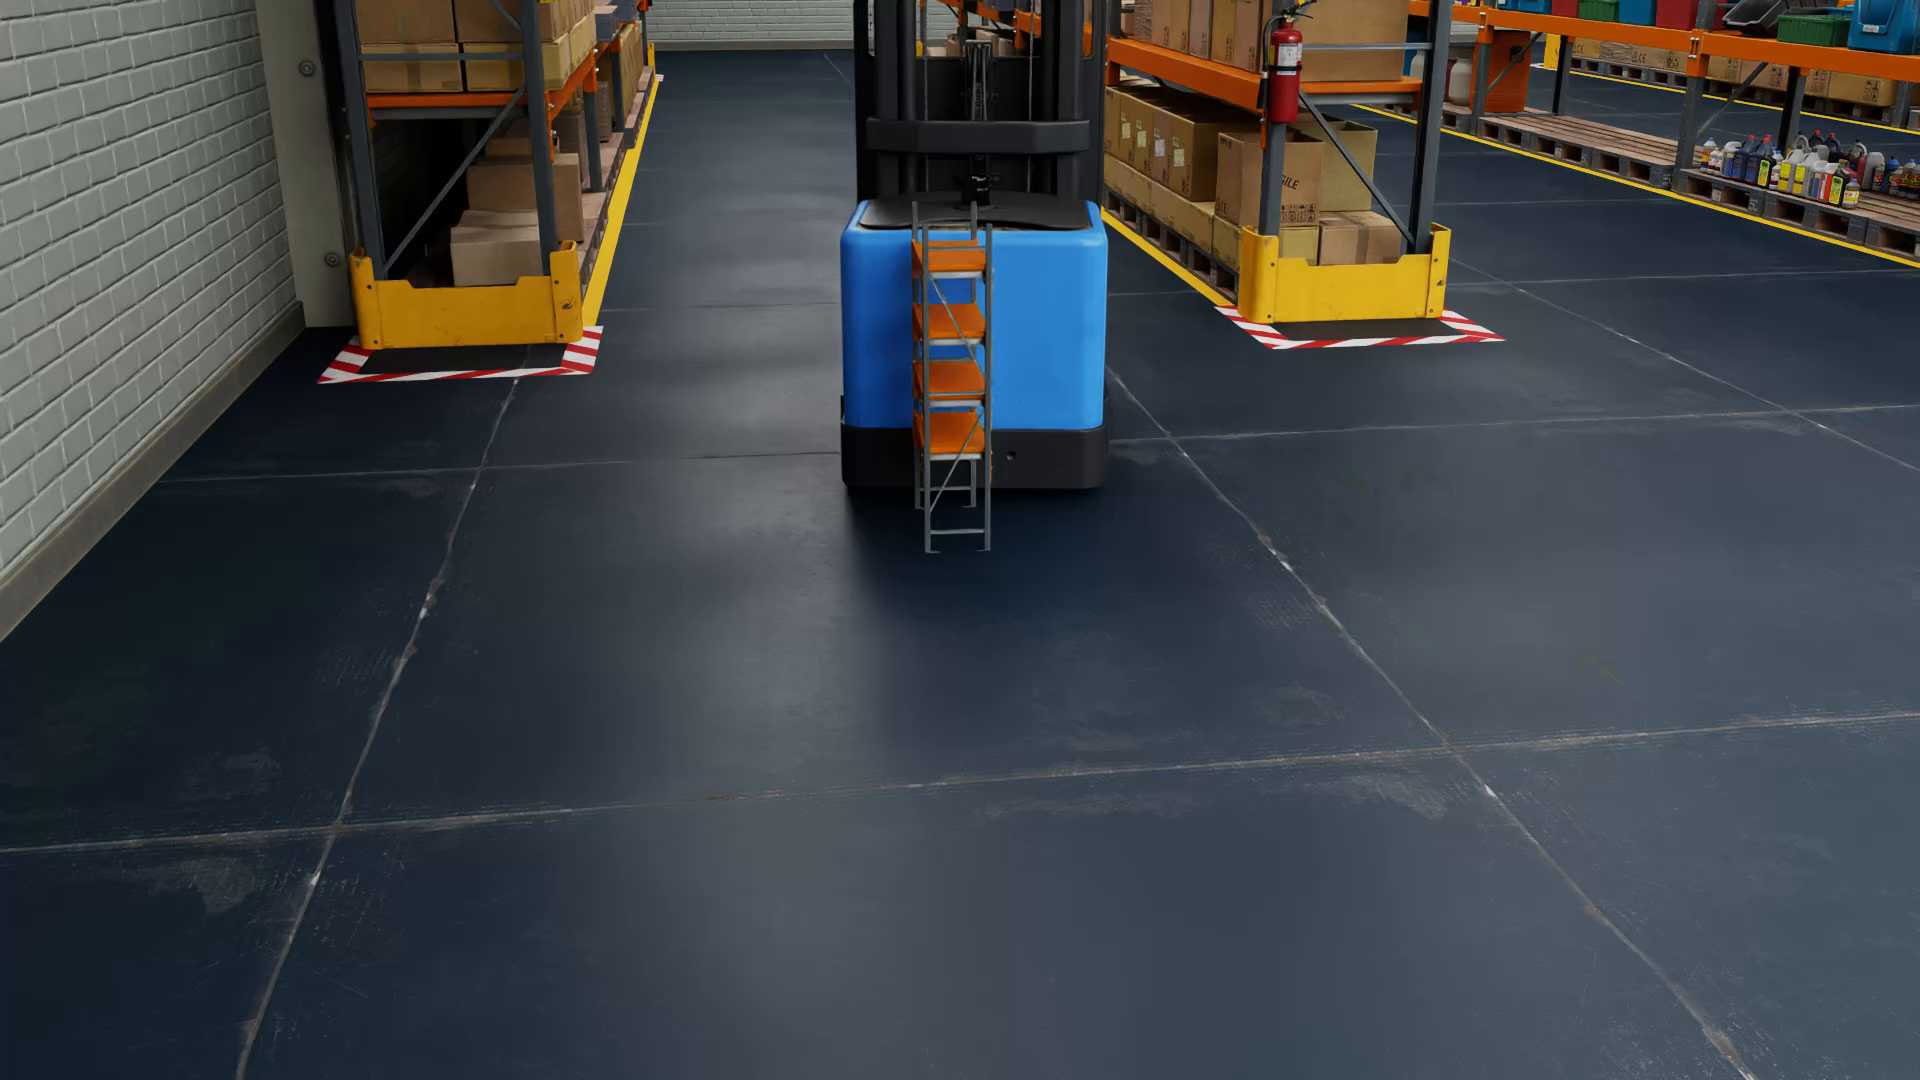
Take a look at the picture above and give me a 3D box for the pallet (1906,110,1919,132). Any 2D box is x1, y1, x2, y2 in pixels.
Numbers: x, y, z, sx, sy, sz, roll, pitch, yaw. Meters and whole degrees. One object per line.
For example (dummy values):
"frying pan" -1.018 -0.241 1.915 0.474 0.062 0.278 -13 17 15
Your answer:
"pallet" 10.988 -4.433 17.784 1.003 0.211 1.213 -3 21 -8

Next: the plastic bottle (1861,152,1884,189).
"plastic bottle" 7.024 -2.862 12.857 0.152 0.276 0.135 -3 21 -7

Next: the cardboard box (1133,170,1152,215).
"cardboard box" 1.551 -2.513 11.987 0.500 0.250 0.500 -3 21 -8

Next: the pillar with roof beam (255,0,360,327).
"pillar with roof beam" 0.628 -5.717 8.662 9.100 9.000 0.400 -3 21 -8

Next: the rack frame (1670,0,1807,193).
"rack frame" 6.552 -4.376 13.644 1.000 3.000 0.127 -3 21 -8

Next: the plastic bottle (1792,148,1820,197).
"plastic bottle" 6.373 -2.763 12.485 0.144 0.351 0.185 -2 21 -6

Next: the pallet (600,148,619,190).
"pallet" -3.545 -3.262 14.649 1.003 0.211 1.213 -3 21 -8

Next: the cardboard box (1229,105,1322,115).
"cardboard box" 2.156 -2.718 11.465 0.500 0.500 0.500 -3 21 -8

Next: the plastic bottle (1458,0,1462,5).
"plastic bottle" 5.463 -5.907 18.028 0.097 0.201 0.097 0 20 0

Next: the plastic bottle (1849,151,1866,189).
"plastic bottle" 6.918 -2.860 12.841 0.061 0.283 0.133 -3 21 -8

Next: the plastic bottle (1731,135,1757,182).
"plastic bottle" 6.258 -3.040 13.226 0.144 0.351 0.185 -2 21 -6

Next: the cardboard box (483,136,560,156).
"cardboard box" -3.062 -2.554 11.710 0.500 0.500 0.500 -4 21 -12

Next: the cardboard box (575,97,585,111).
"cardboard box" -3.532 -3.520 14.297 0.700 0.500 0.500 -3 21 -7

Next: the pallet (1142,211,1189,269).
"pallet" 1.902 -2.120 11.590 1.003 0.211 1.213 -3 21 -8

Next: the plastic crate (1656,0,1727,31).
"plastic crate" 6.179 -4.558 14.040 0.402 0.464 0.583 -3 21 -8

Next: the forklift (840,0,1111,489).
"forklift" 0.093 -2.039 7.486 1.130 2.935 3.031 1 20 2

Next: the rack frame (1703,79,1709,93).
"rack frame" 10.300 -7.395 21.729 1.000 3.000 0.127 -3 21 -8

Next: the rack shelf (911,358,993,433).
"rack shelf" -0.034 -0.538 6.134 0.258 0.148 0.480 -2 21 -5

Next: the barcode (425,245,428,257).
"barcode" -3.084 -1.672 9.606 0.001 0.075 0.075 -3 21 -8

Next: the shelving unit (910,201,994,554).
"shelving unit" -0.034 -0.601 6.110 0.258 1.200 0.503 -2 21 -5

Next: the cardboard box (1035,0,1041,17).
"cardboard box" 1.010 -5.151 15.847 0.500 0.311 0.500 -3 21 -8

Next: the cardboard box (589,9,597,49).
"cardboard box" -2.883 -3.666 11.931 0.500 0.250 0.500 -3 21 -8

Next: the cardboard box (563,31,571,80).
"cardboard box" -2.520 -2.794 9.596 0.500 0.250 0.500 -4 21 -9

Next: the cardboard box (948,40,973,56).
"cardboard box" 0.134 -6.115 21.245 0.500 0.500 0.500 -3 21 -8

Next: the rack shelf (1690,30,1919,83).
"rack shelf" 6.840 -3.346 11.916 1.077 0.370 4.000 -3 21 -8

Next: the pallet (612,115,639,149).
"pallet" -3.867 -4.231 17.243 1.003 0.211 1.213 -3 21 -8

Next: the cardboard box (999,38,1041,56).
"cardboard box" 0.694 -5.230 17.803 0.500 0.250 0.500 -2 21 -6

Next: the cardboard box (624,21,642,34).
"cardboard box" -4.545 -6.999 22.714 0.380 0.149 0.250 -2 21 -6

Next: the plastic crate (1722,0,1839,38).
"plastic crate" 6.501 -4.159 13.153 0.767 0.338 0.504 -3 21 -8

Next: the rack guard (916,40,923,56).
"rack guard" -0.069 -7.084 24.470 1.175 0.500 0.348 -3 21 -8

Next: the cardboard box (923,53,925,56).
"cardboard box" -0.324 -6.912 23.855 0.380 0.166 0.250 -3 21 -8

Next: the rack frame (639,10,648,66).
"rack frame" -4.981 -8.031 23.430 1.000 3.000 0.127 -3 21 -8

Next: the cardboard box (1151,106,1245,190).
"cardboard box" 1.625 -2.691 11.393 0.500 0.500 0.500 -3 21 -8

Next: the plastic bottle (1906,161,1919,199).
"plastic bottle" 7.126 -2.681 12.377 0.097 0.271 0.097 0 20 0

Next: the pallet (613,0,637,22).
"pallet" -3.620 -4.930 15.402 1.213 0.211 1.003 -3 21 -8

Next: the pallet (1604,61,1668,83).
"pallet" 10.089 -6.779 24.066 1.003 0.211 1.213 -3 21 -8

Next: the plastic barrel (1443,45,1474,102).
"plastic barrel" 5.725 -5.387 19.199 0.600 0.588 0.708 -3 21 -8

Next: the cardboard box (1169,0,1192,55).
"cardboard box" 1.871 -3.664 11.597 0.700 0.500 0.500 -3 21 -7

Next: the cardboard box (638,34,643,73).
"cardboard box" -4.709 -6.646 22.695 0.700 0.500 0.500 -3 21 -8

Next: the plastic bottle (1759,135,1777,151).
"plastic bottle" 6.400 -3.048 13.246 0.144 0.351 0.185 -3 21 -8

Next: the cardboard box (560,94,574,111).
"cardboard box" -3.441 -3.669 13.623 0.500 0.250 0.500 -3 21 -9

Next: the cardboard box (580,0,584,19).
"cardboard box" -2.738 -3.671 10.871 0.500 0.500 0.500 -4 21 -9

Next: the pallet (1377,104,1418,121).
"pallet" 5.648 -5.146 19.694 1.003 0.211 1.213 -3 21 -8

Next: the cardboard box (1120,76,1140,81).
"cardboard box" 1.474 -4.335 16.063 0.500 0.311 0.500 -3 21 -9

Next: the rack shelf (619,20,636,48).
"rack shelf" -4.117 -5.616 17.994 1.077 0.370 4.000 -3 21 -8

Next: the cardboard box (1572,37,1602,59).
"cardboard box" 9.895 -7.764 25.153 0.875 0.875 0.875 -3 21 -8

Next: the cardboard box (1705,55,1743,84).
"cardboard box" 10.412 -6.376 21.437 1.225 0.875 0.875 -3 21 -8

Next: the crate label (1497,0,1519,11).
"crate label" 5.665 -5.517 16.940 0.303 0.233 0.416 -3 21 -8
